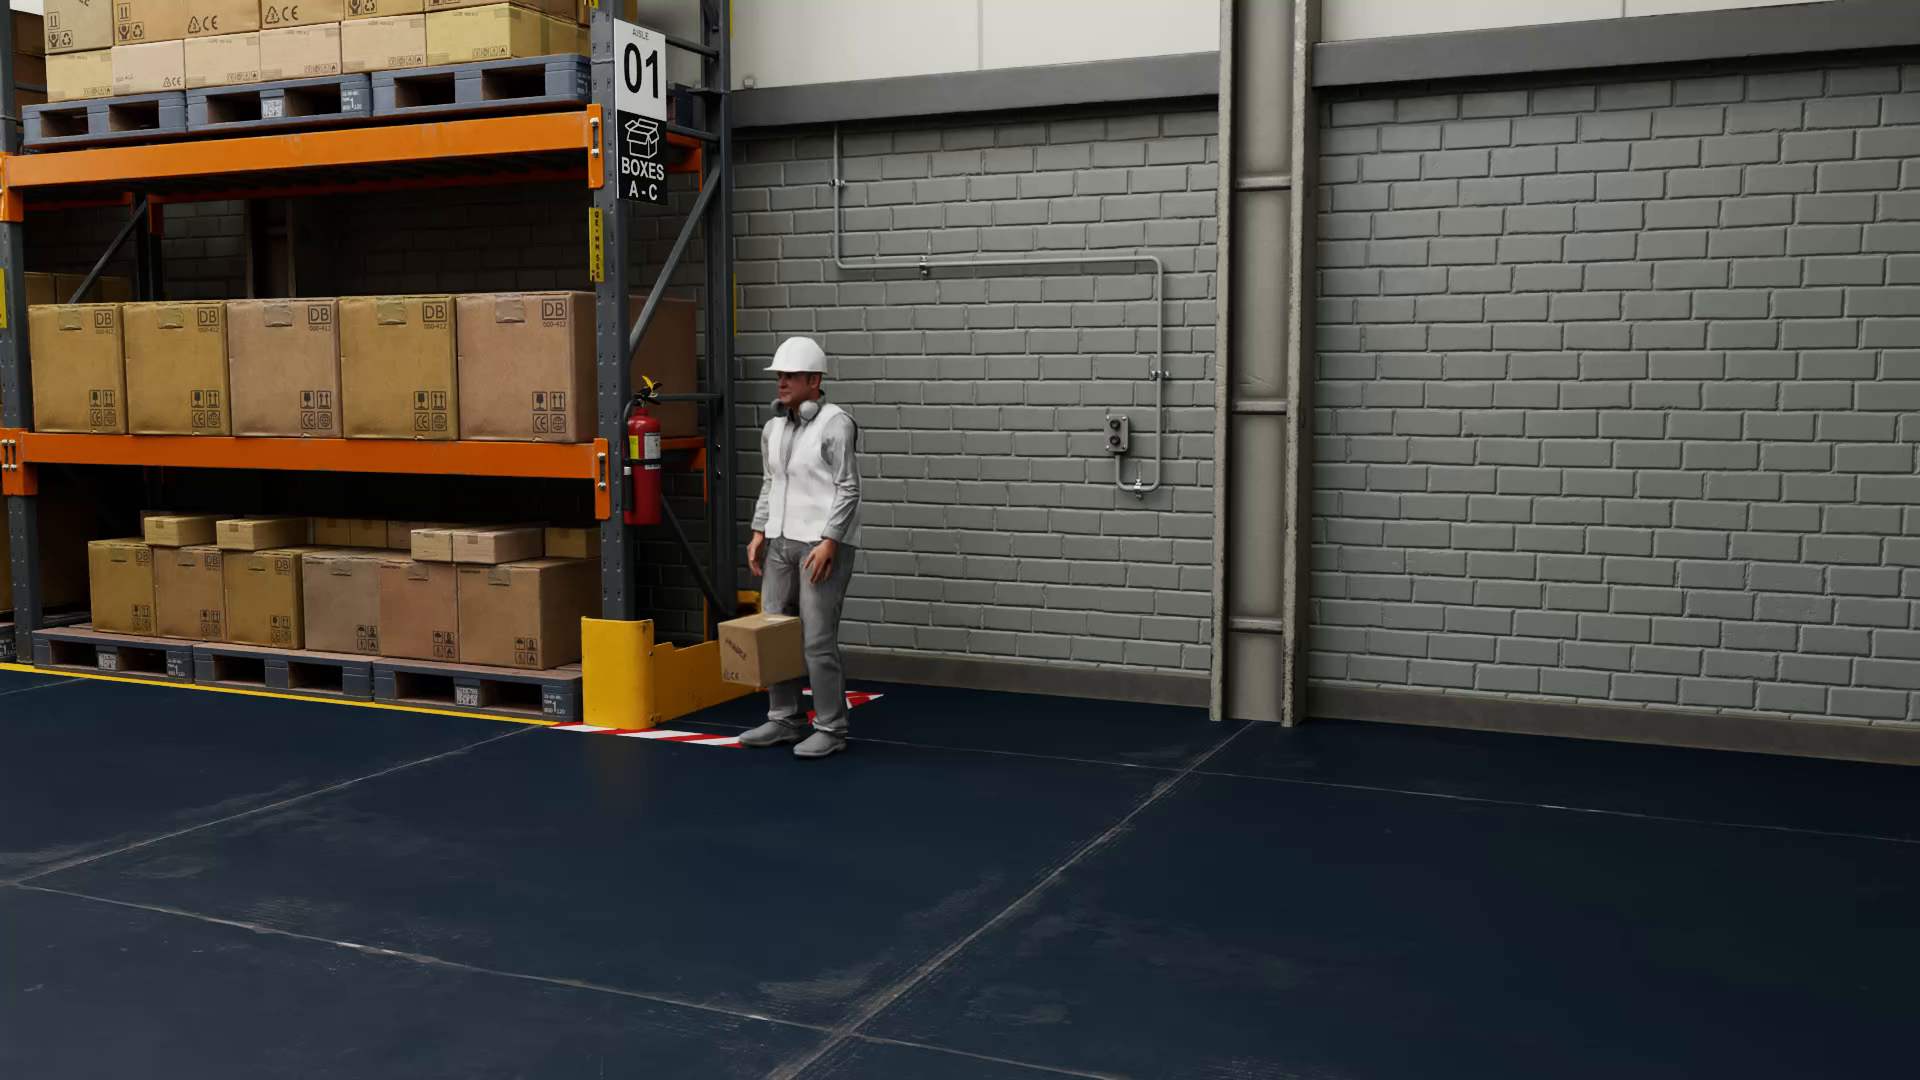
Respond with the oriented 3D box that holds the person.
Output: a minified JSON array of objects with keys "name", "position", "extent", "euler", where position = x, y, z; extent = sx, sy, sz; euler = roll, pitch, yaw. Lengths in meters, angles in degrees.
[{"name":"person","position":[-0.656,0.021,7.153],"extent":[0.561,1.775,0.435],"euler":[5,8,43]}]
